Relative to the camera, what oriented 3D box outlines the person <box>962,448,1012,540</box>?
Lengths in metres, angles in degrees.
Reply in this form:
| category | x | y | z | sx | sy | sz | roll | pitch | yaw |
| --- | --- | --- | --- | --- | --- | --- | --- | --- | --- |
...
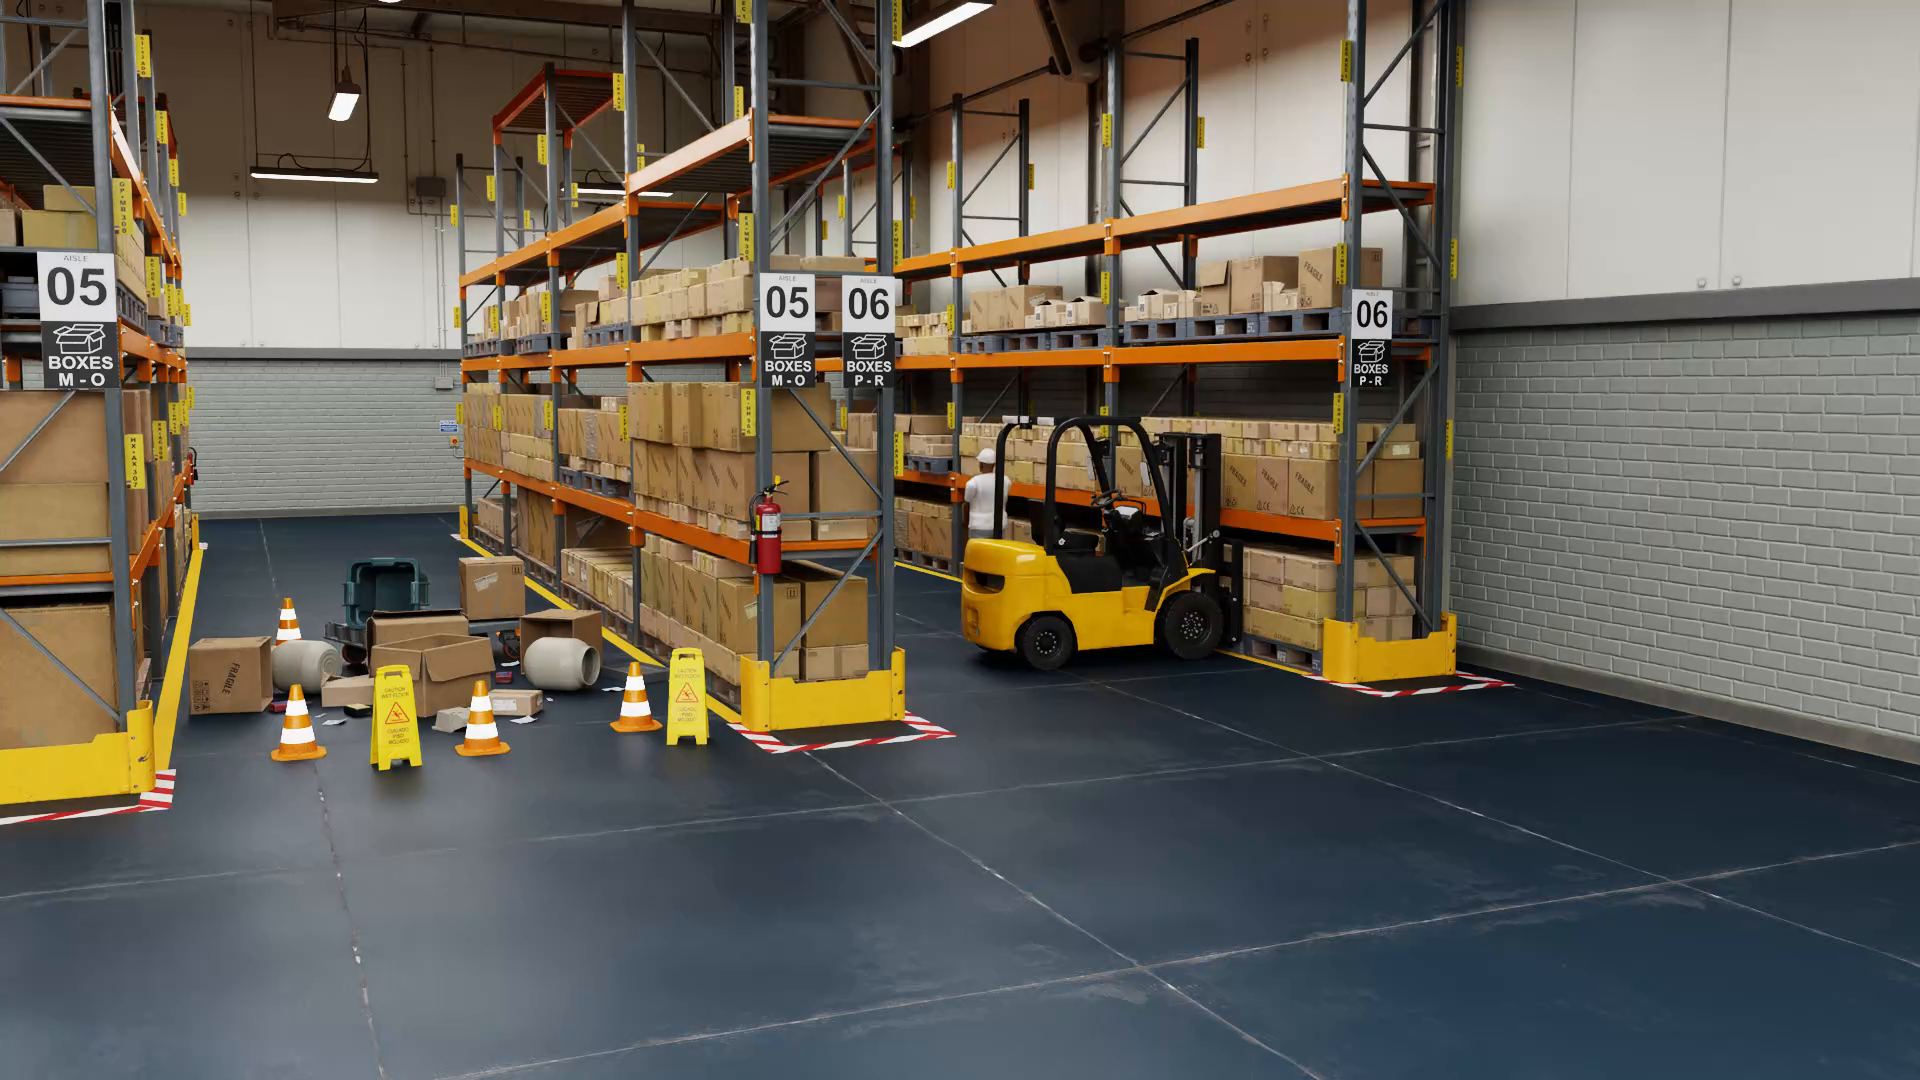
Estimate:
| category | x | y | z | sx | sy | sz | roll | pitch | yaw |
| --- | --- | --- | --- | --- | --- | --- | --- | --- | --- |
| person | 0.247 | -0.115 | 17.899 | 0.503 | 1.760 | 0.587 | -2 | 6 | -23 |
